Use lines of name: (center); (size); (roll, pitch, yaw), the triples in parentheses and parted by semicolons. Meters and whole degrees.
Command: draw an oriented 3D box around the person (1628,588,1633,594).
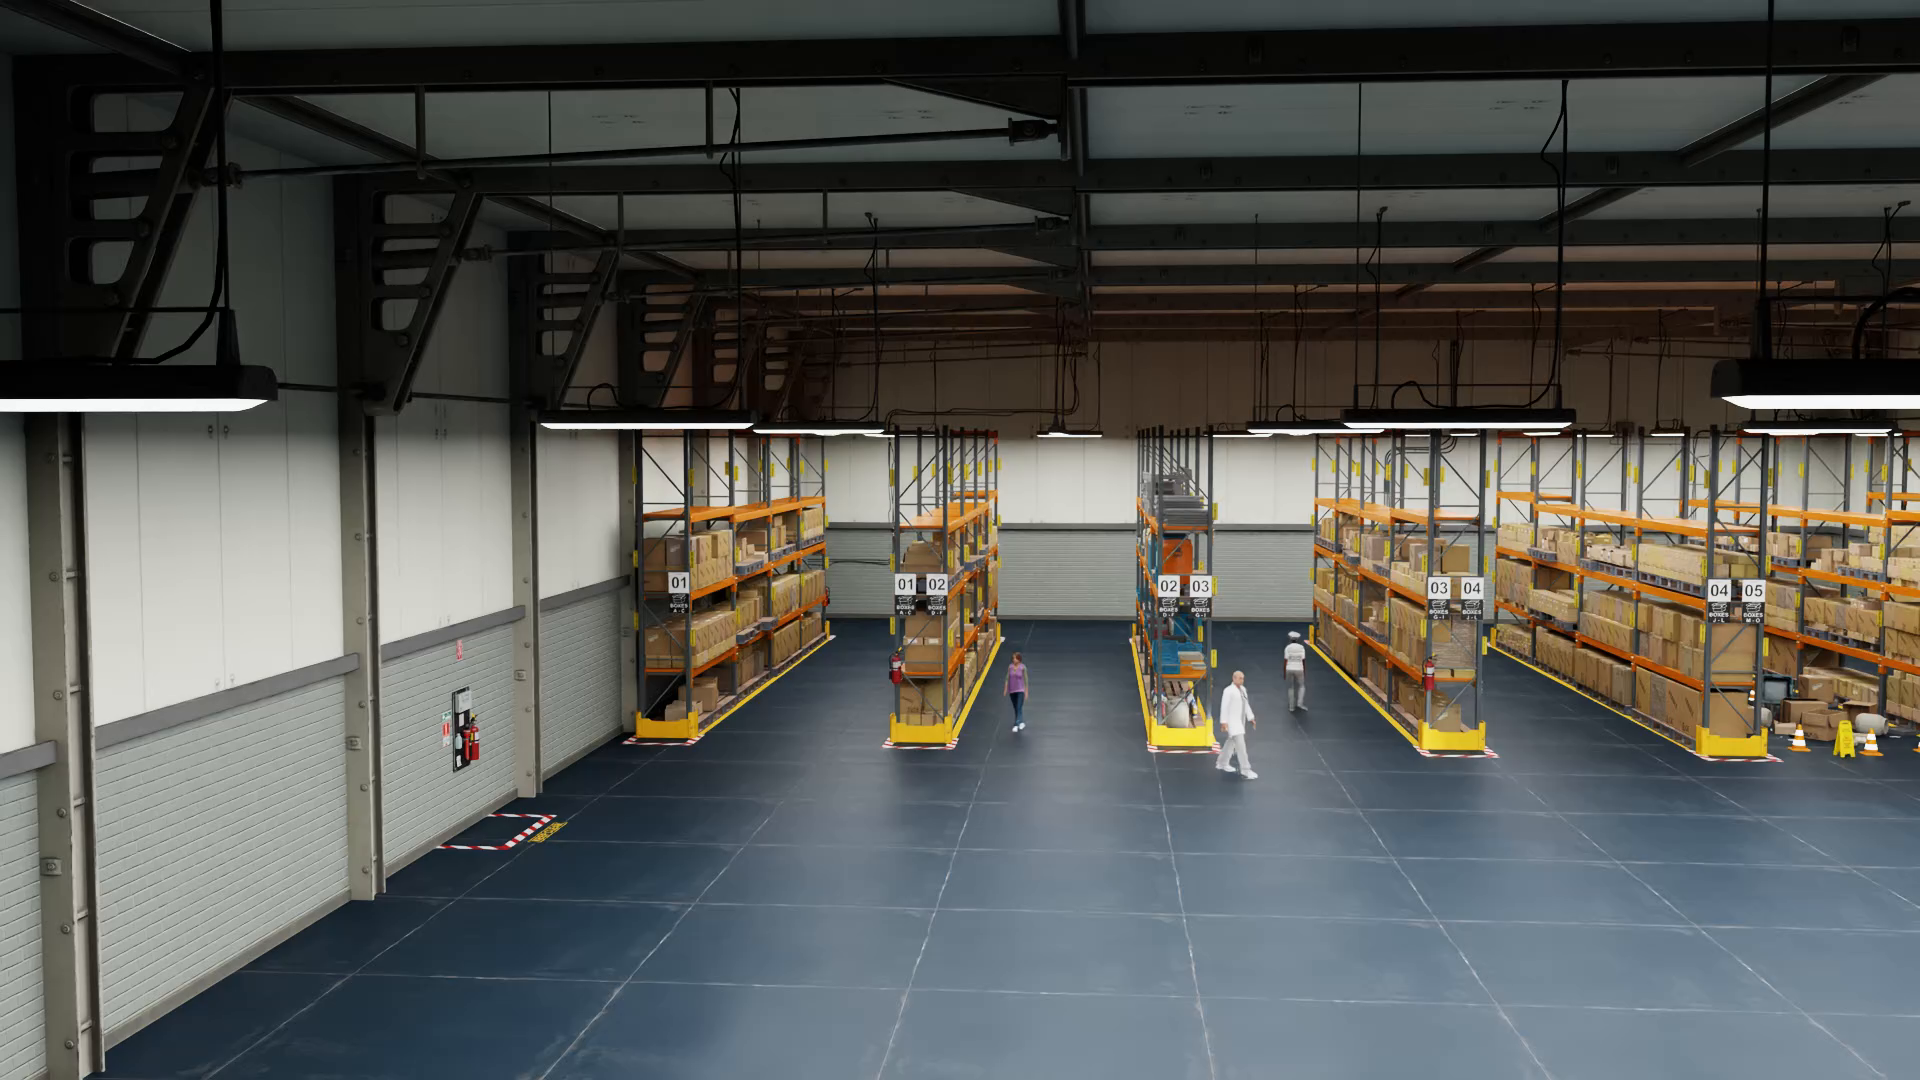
person: (19.307, 2.062, 47.835); (0.505, 1.536, 1.008); (1, 4, 13)

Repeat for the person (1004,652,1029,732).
person: (1.084, 2.974, 32.534); (0.450, 1.551, 0.950); (2, 4, 30)

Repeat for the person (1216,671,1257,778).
person: (4.771, 3.115, 28.402); (0.932, 1.750, 0.592); (3, 4, 38)

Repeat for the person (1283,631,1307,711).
person: (7.073, 2.780, 35.056); (0.505, 1.683, 0.494); (0, 3, 8)
